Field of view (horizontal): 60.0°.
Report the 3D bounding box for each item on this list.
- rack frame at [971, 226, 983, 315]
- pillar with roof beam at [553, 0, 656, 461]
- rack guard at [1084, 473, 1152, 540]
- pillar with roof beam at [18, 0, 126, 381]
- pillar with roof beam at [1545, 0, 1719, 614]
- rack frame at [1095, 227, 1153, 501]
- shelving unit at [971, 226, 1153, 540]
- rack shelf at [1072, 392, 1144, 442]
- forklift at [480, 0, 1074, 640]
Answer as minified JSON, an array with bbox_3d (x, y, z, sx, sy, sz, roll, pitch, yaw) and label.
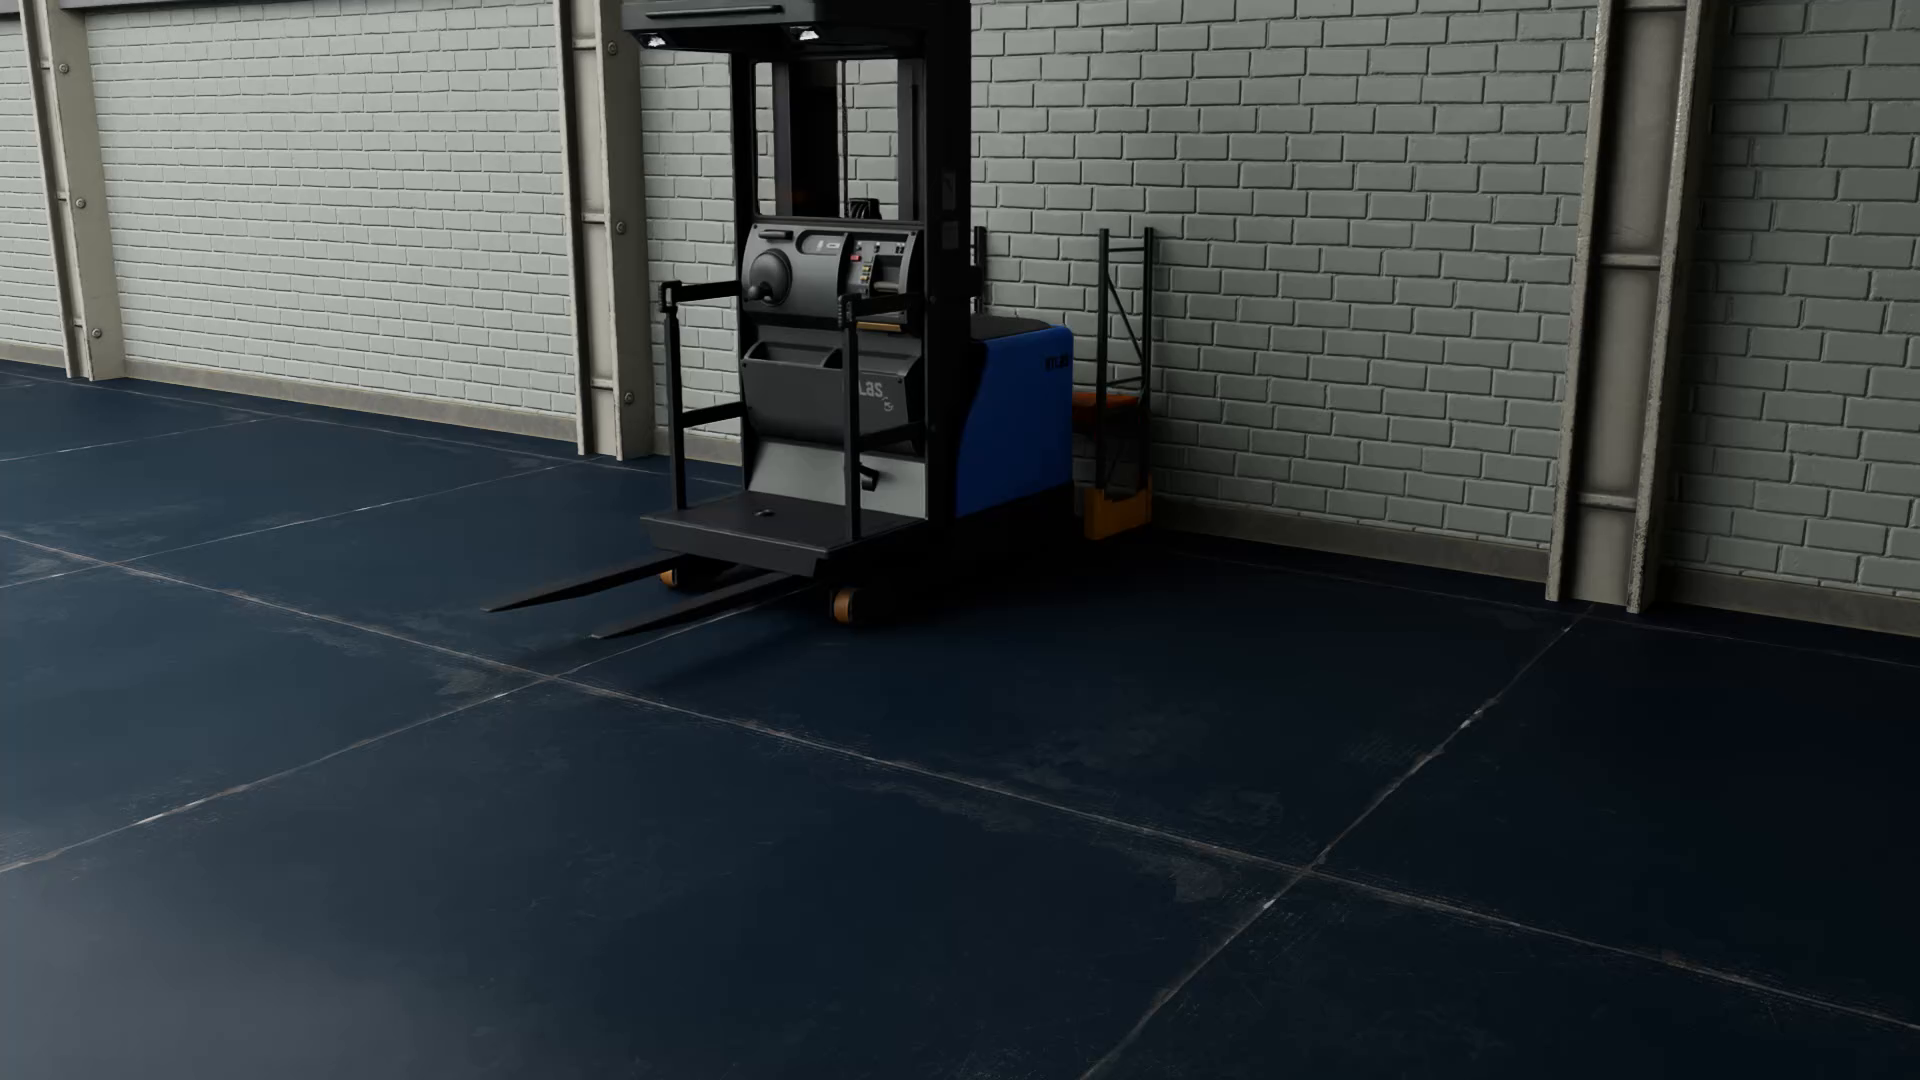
[{"bbox_3d":[-0.029,-0.895,8.799,0.032,1.500,0.500,7,14,33],"label":"rack frame"},{"bbox_3d":[-4.573,-4.058,5.990,0.400,9.000,9.100,9,17,33],"label":"pillar with roof beam"},{"bbox_3d":[0.799,-0.174,8.375,0.087,0.250,0.587,7,14,33],"label":"rack guard"},{"bbox_3d":[-9.552,-4.863,9.241,0.400,9.000,9.100,9,17,33],"label":"pillar with roof beam"},{"bbox_3d":[0.406,-3.254,2.740,0.400,9.000,9.100,9,17,33],"label":"pillar with roof beam"},{"bbox_3d":[0.814,-0.784,8.241,0.032,1.500,0.500,7,14,33],"label":"rack frame"},{"bbox_3d":[0.385,-0.841,8.525,1.083,1.500,0.587,7,14,33],"label":"shelving unit"},{"bbox_3d":[0.393,-0.663,8.555,1.000,0.185,0.538,7,14,33],"label":"rack shelf"},{"bbox_3d":[-0.692,-1.197,7.059,1.130,2.935,3.031,10,17,34],"label":"forklift"}]
